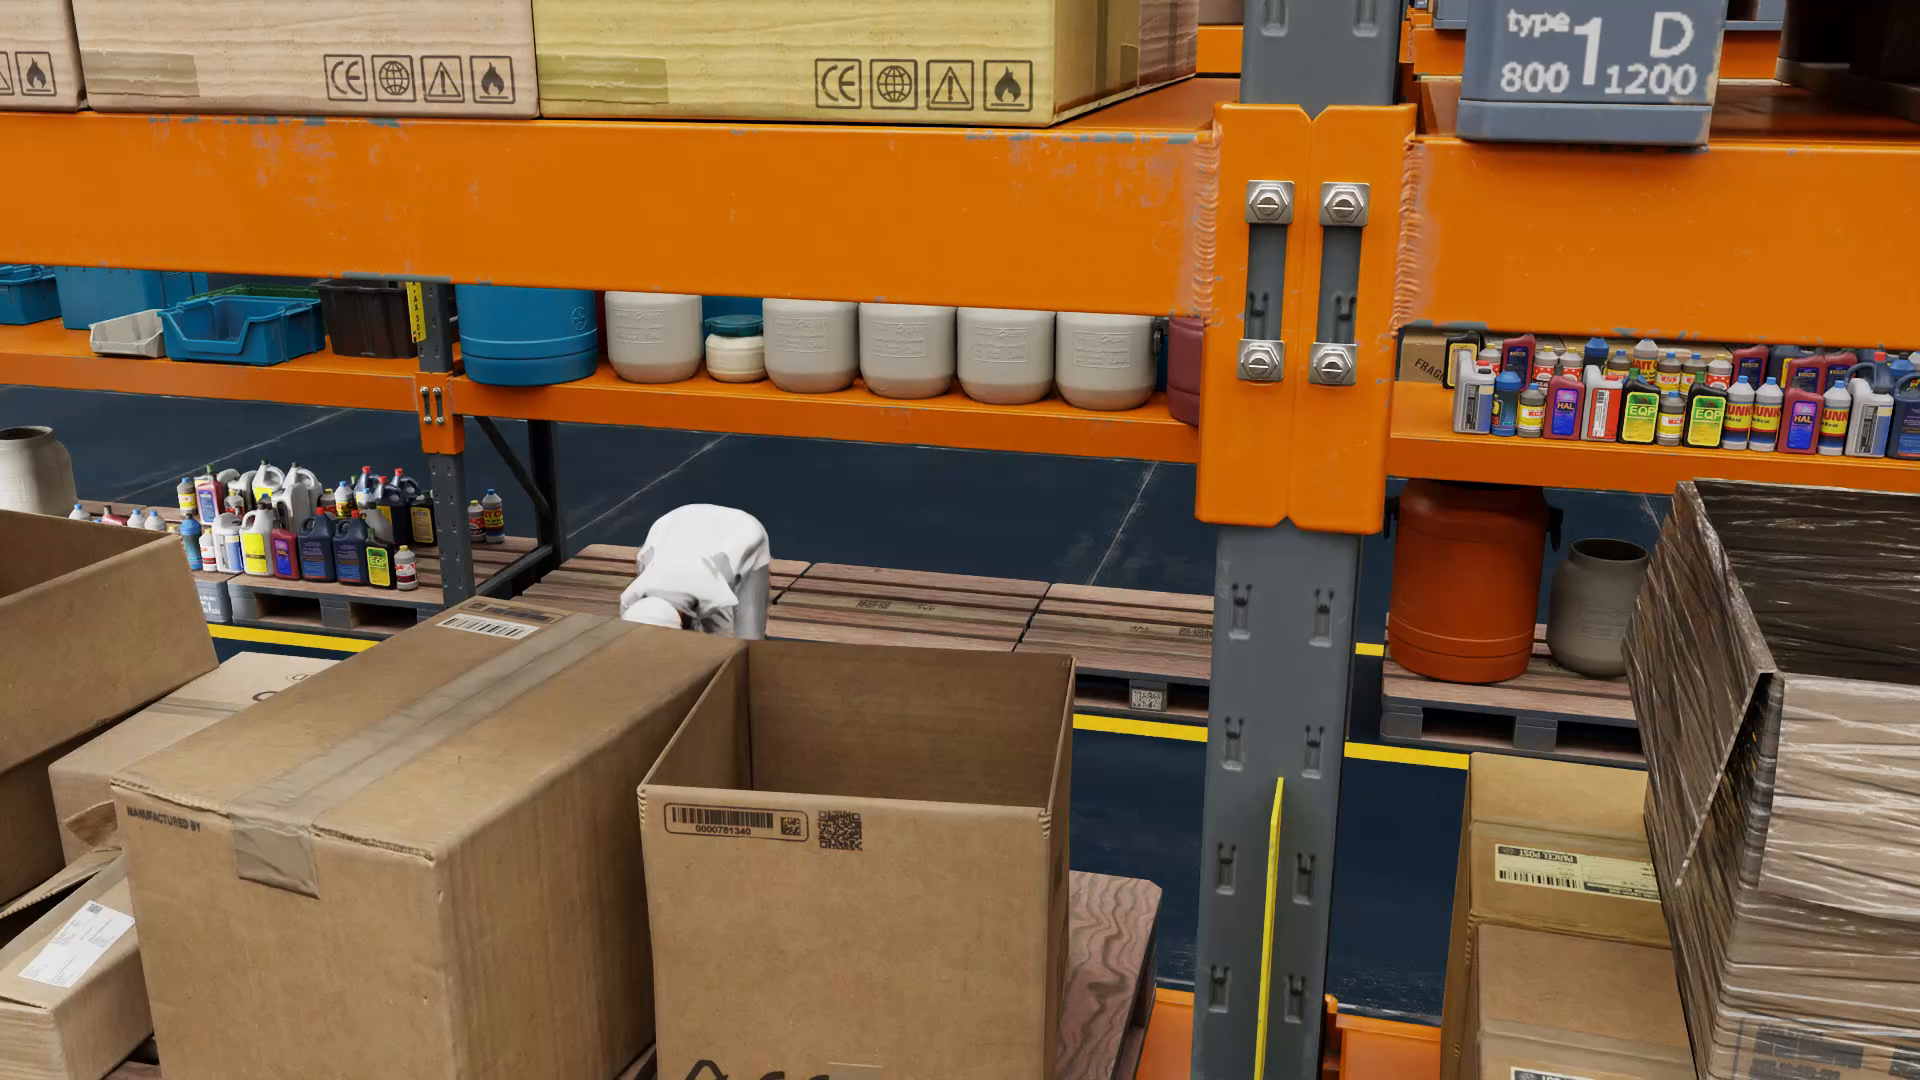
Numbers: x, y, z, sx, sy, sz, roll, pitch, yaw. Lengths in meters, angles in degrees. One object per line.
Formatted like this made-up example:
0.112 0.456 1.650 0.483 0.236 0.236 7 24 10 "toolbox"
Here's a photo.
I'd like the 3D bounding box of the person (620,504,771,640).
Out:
-1.023 0.436 6.357 0.496 1.041 1.005 4 18 11 "person"
